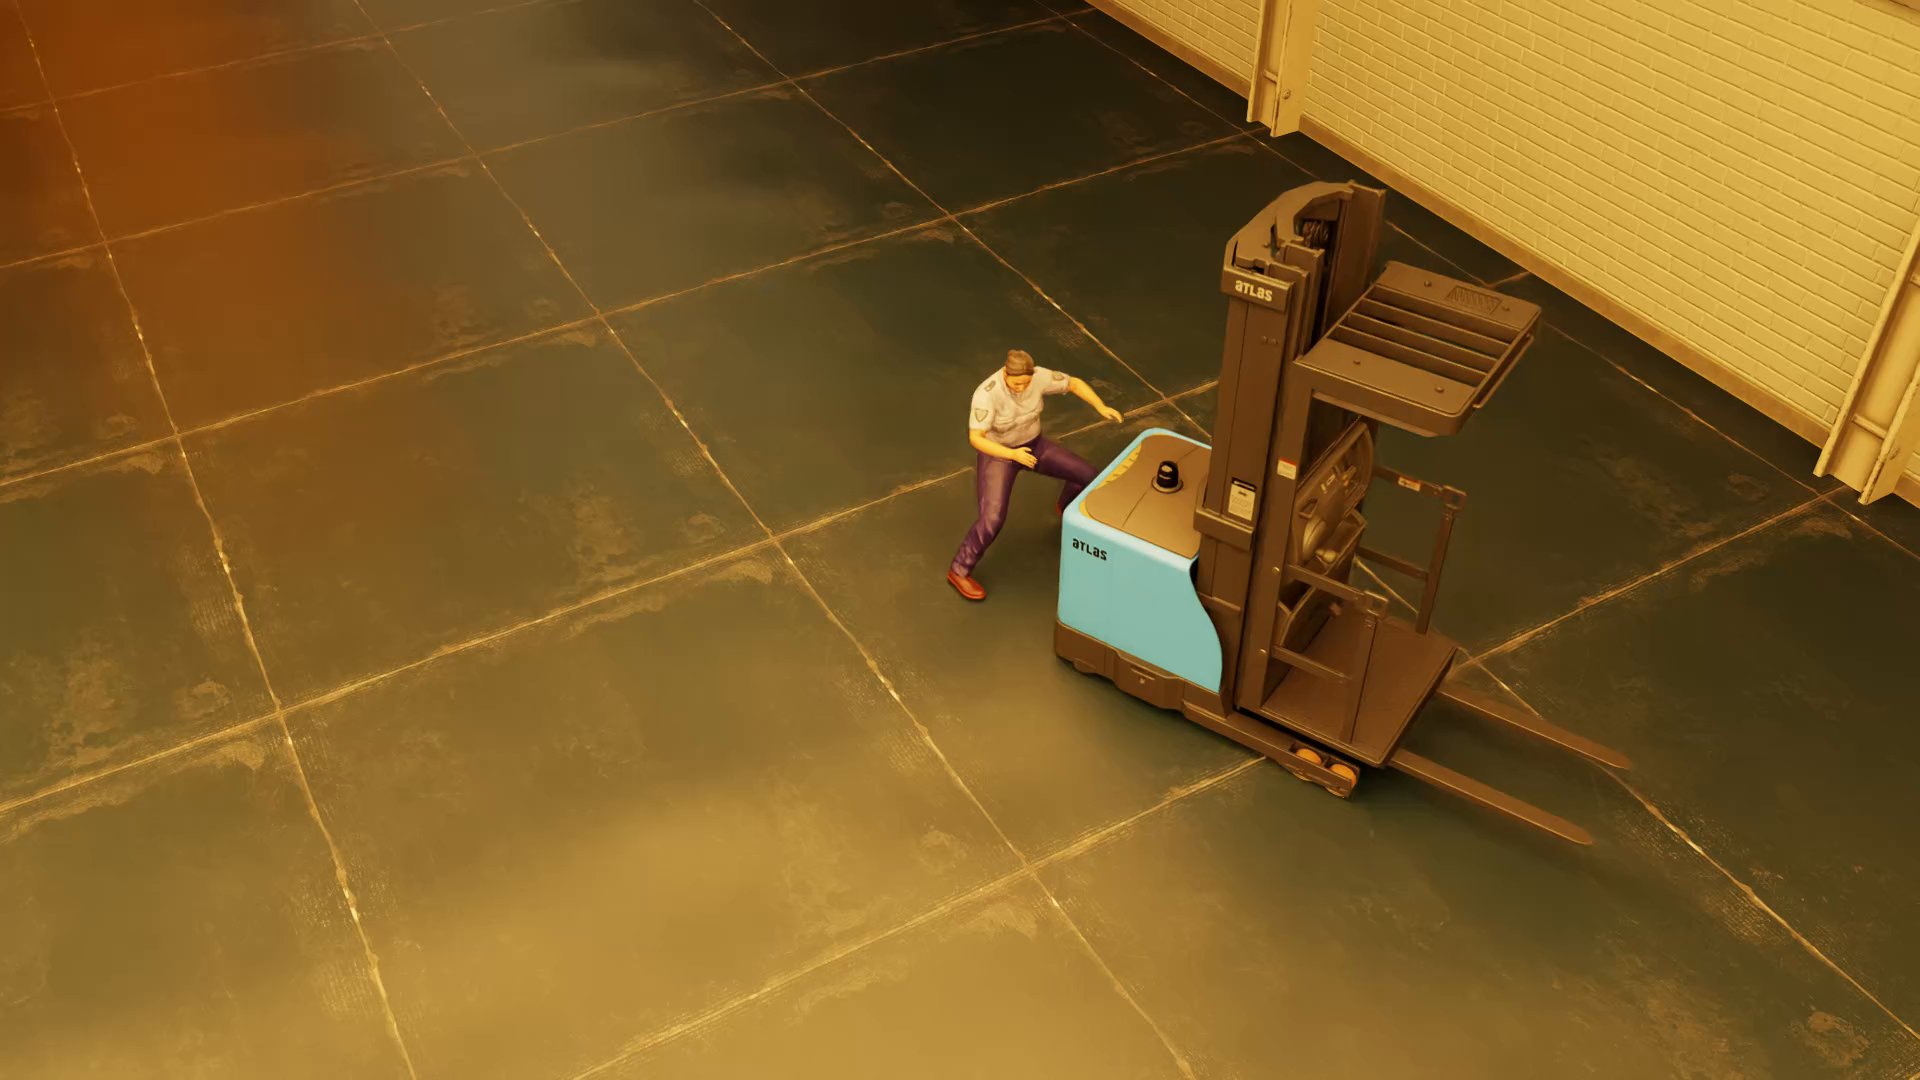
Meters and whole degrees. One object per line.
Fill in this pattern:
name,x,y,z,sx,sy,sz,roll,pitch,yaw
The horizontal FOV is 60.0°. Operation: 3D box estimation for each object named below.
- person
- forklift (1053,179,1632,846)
person,0.416,-0.468,9.780,1.113,1.426,0.635,-18,43,-20
forklift,2.037,-0.177,8.249,3.031,2.935,1.130,24,45,26
